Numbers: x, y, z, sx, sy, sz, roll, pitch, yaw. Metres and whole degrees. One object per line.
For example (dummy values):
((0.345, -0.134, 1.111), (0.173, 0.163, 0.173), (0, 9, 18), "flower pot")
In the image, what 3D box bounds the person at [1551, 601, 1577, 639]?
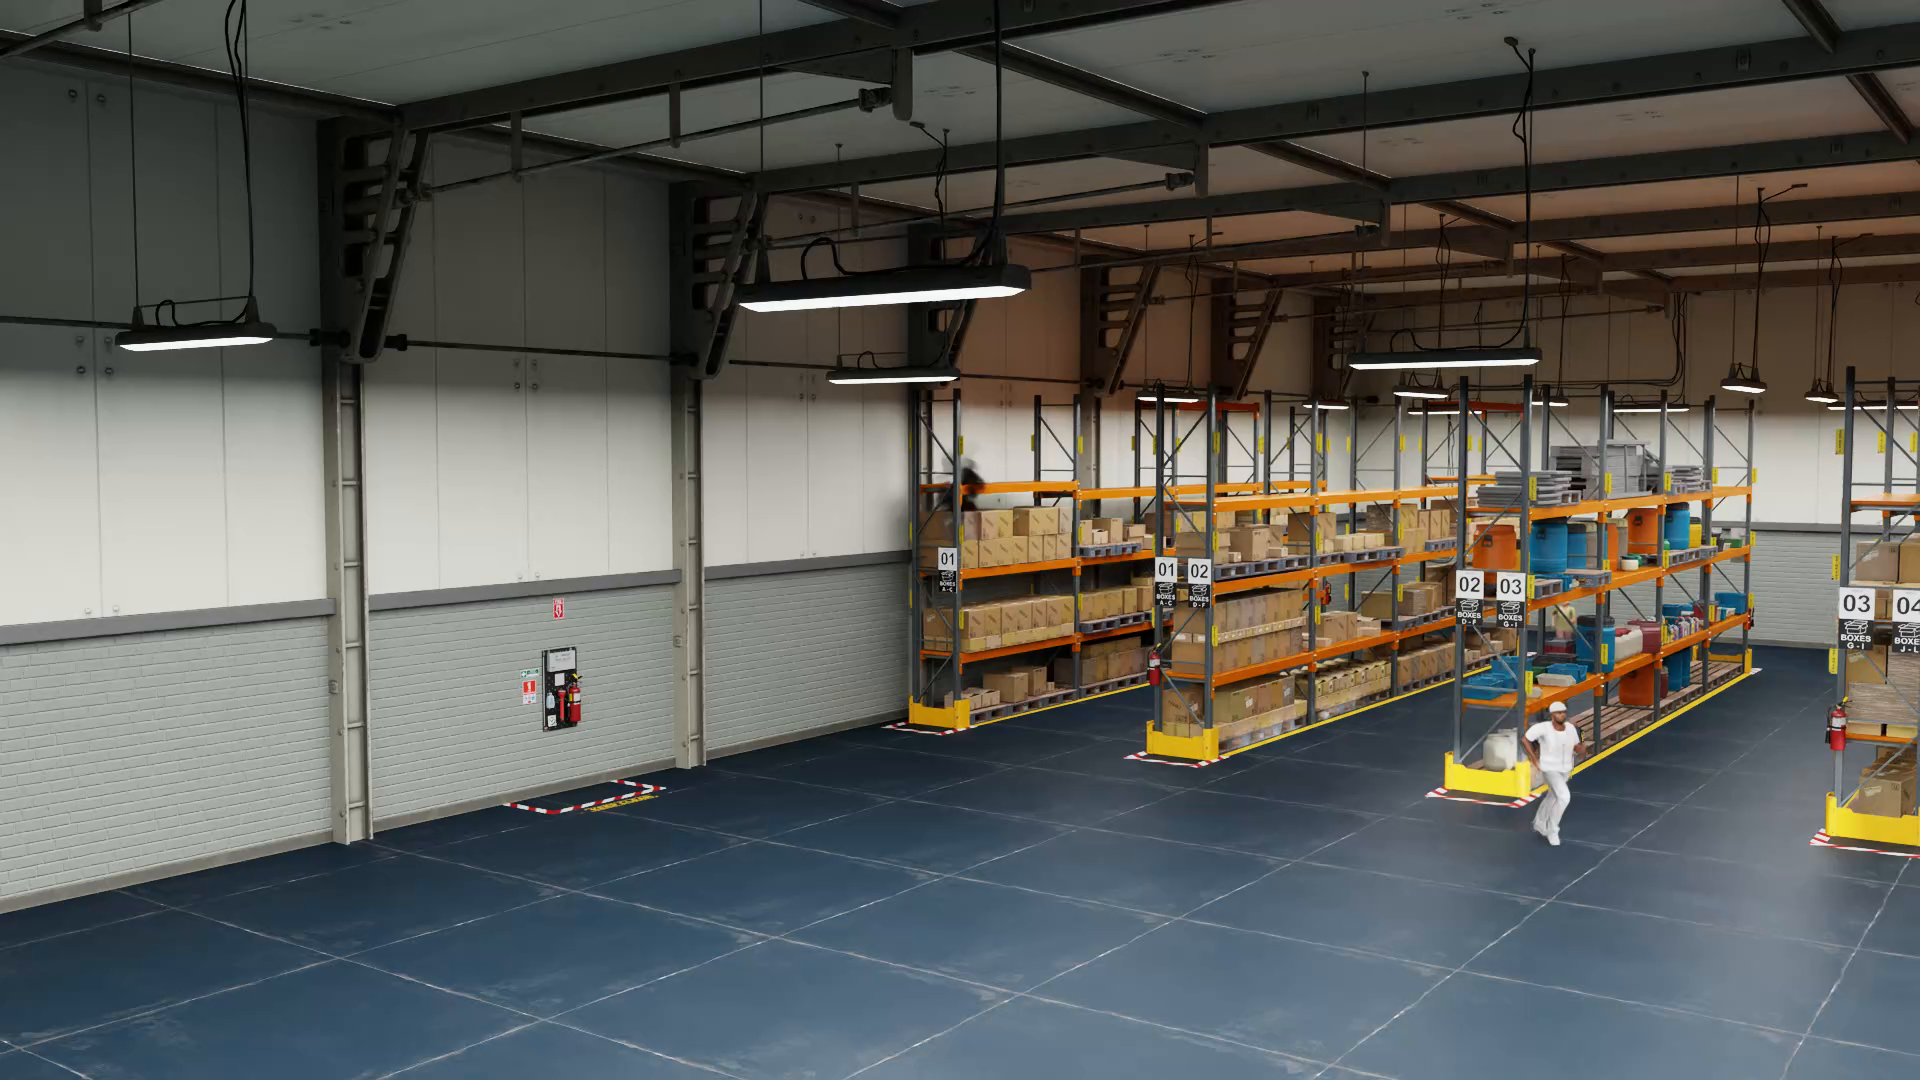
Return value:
((13.489, 2.052, 37.165), (0.544, 1.685, 0.686), (1, 3, 19), "person")

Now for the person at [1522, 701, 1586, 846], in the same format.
((7.545, 2.942, 21.009), (0.661, 1.825, 0.749), (-1, 4, -22), "person")
